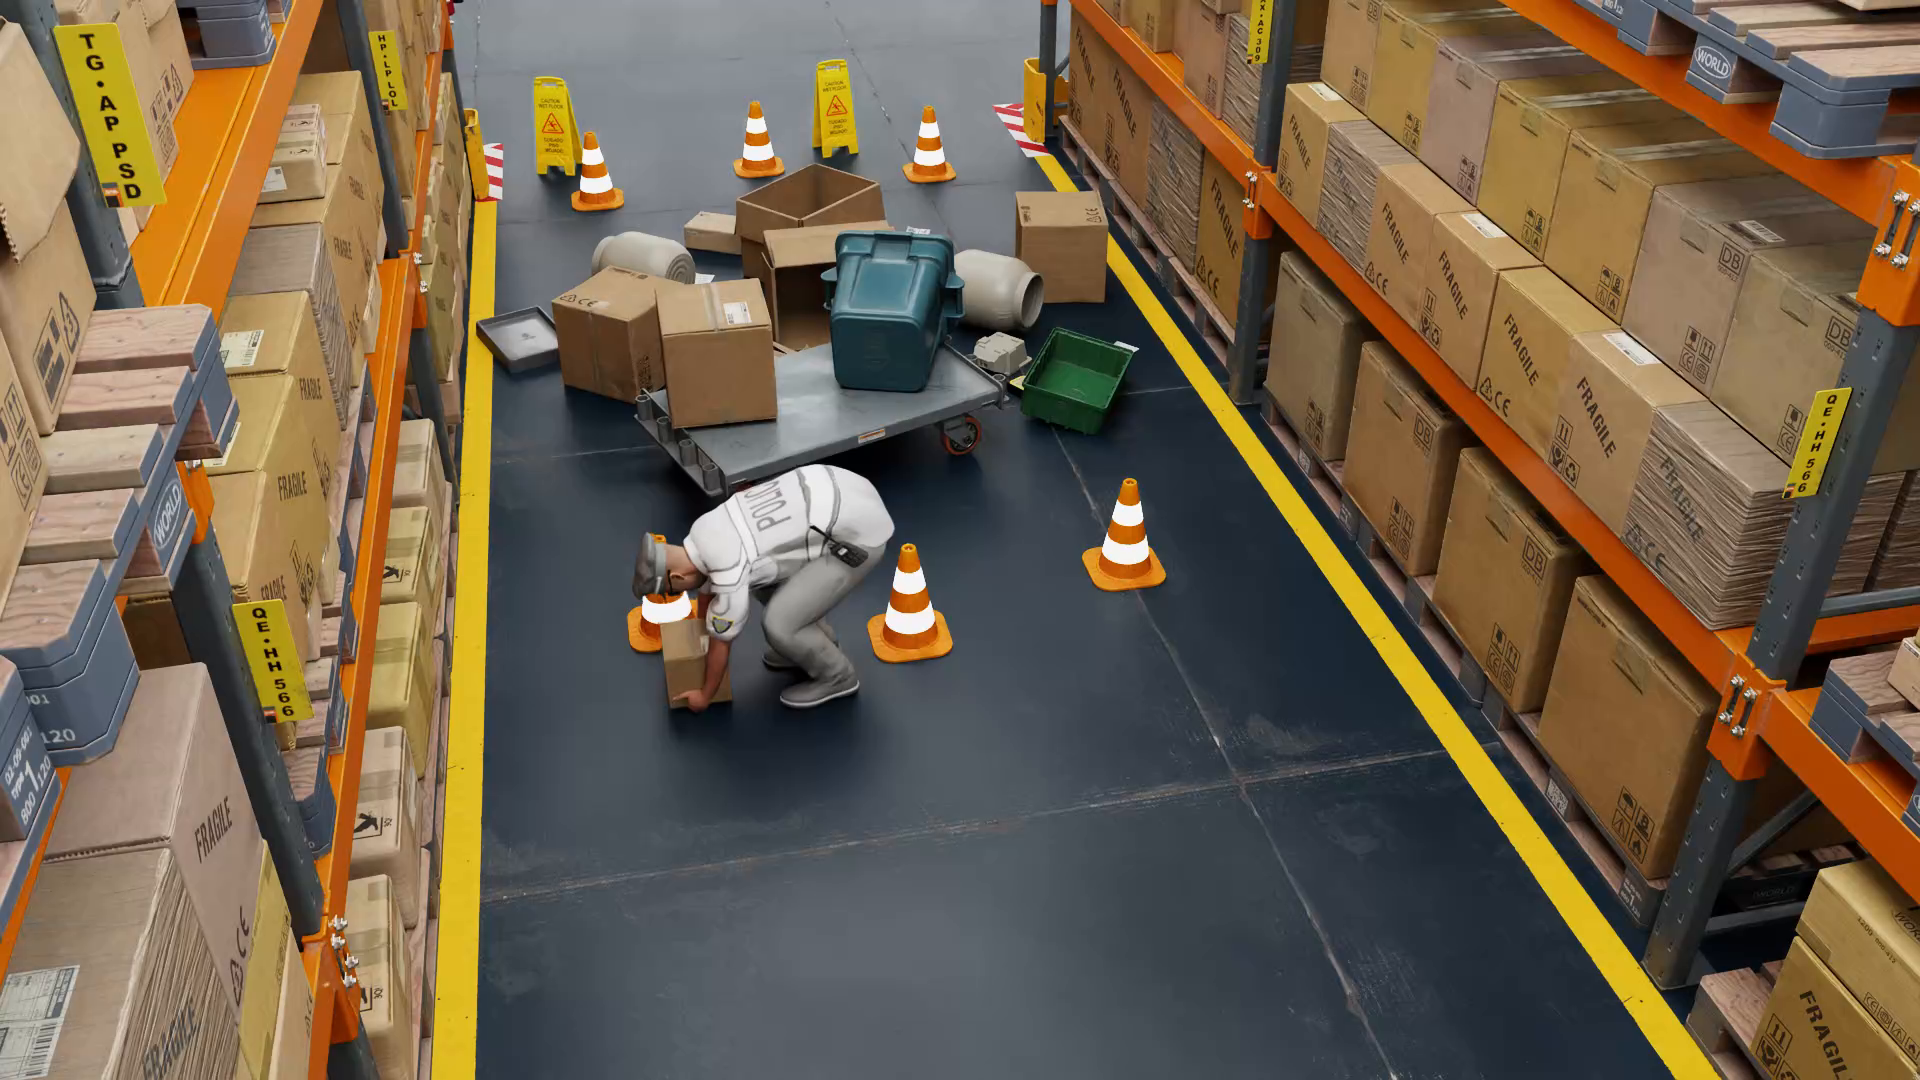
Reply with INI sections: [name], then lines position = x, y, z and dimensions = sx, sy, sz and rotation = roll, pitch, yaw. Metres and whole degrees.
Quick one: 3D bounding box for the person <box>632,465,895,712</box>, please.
[person]
position = -0.768, 0.199, 6.568
dimensions = 1.023, 0.939, 0.534
rotation = -9, 35, -13
